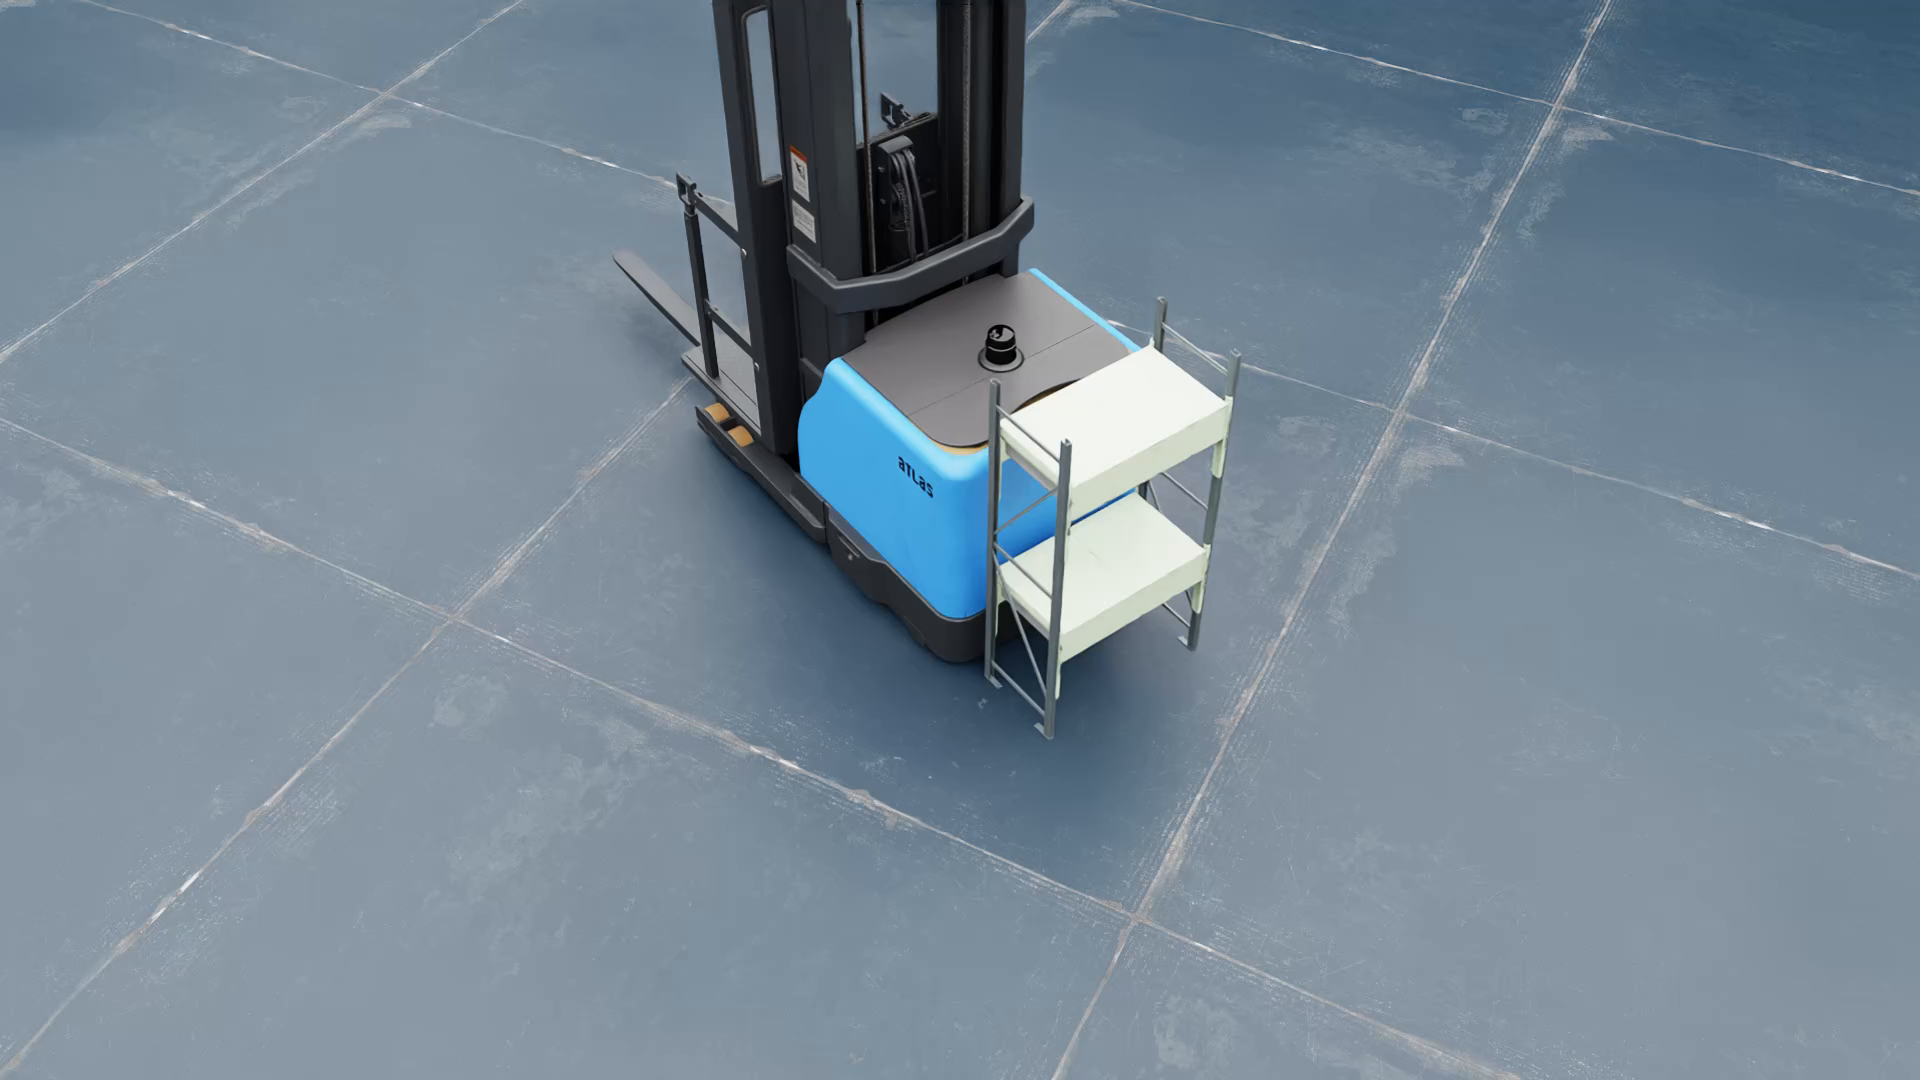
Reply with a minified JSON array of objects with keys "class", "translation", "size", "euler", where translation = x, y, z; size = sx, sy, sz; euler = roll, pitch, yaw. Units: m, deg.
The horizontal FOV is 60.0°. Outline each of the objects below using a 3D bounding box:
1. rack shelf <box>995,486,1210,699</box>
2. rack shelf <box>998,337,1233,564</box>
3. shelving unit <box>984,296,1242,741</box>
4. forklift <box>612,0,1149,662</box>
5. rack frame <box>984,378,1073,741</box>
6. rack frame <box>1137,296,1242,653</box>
[{"class":"rack shelf","translation":[0.517,0.187,6.249],"size":[0.720,0.370,0.431],"euler":[-28,52,-25]},{"class":"rack shelf","translation":[0.517,-0.317,5.740],"size":[0.720,0.370,0.431],"euler":[-28,52,-25]},{"class":"shelving unit","translation":[0.517,-0.043,6.018],"size":[0.755,1.500,0.431],"euler":[-28,52,-25]},{"class":"forklift","translation":[-0.521,-1.557,6.508],"size":[1.130,2.935,3.031],"euler":[-28,52,-25]},{"class":"rack frame","translation":[0.225,0.114,5.863],"size":[0.023,1.500,0.400],"euler":[-28,52,-25]},{"class":"rack frame","translation":[0.810,-0.199,6.172],"size":[0.023,1.500,0.400],"euler":[-28,52,-25]}]
